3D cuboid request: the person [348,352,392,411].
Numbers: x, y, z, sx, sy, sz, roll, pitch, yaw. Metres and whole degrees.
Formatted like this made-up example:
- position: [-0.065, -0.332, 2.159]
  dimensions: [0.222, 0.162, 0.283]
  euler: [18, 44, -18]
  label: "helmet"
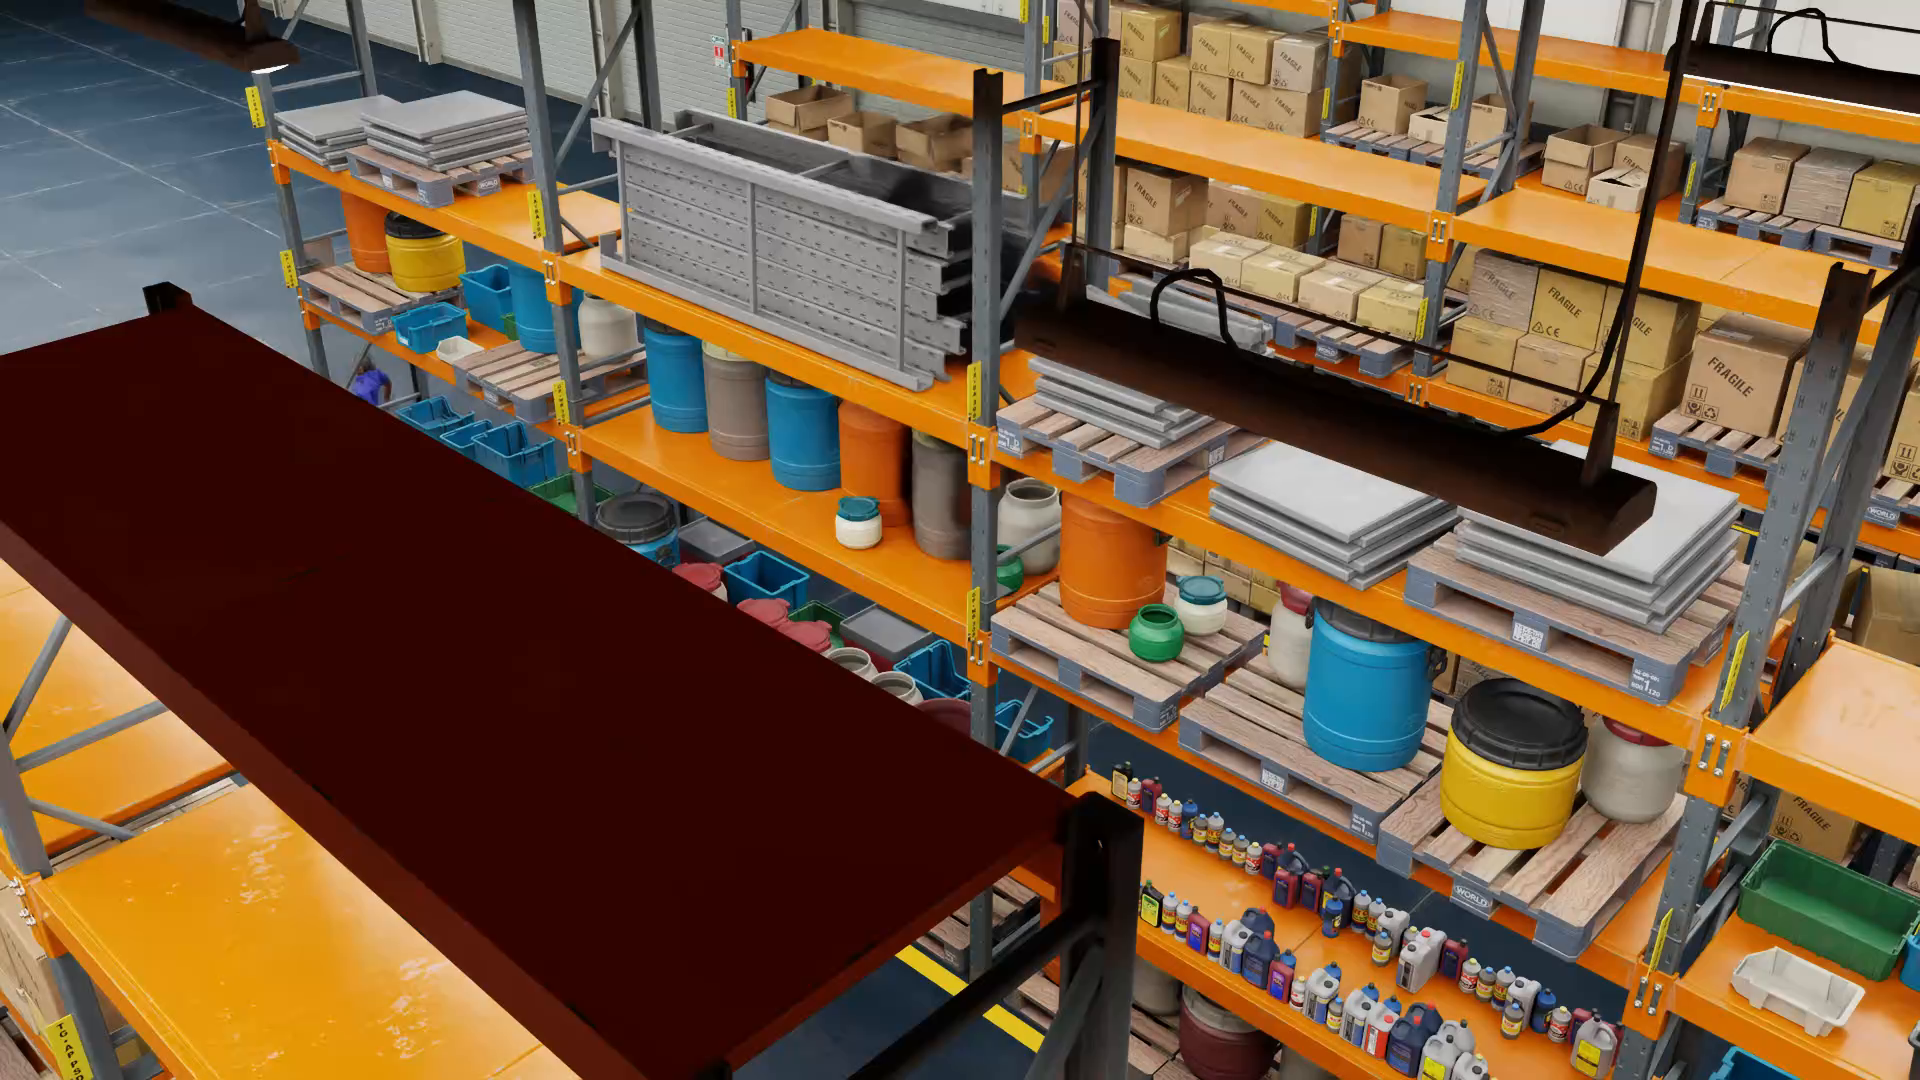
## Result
- position: [-5.964, -1.173, 16.691]
  dimensions: [0.567, 1.585, 0.593]
  euler: [-6, 30, -10]
  label: "person"
